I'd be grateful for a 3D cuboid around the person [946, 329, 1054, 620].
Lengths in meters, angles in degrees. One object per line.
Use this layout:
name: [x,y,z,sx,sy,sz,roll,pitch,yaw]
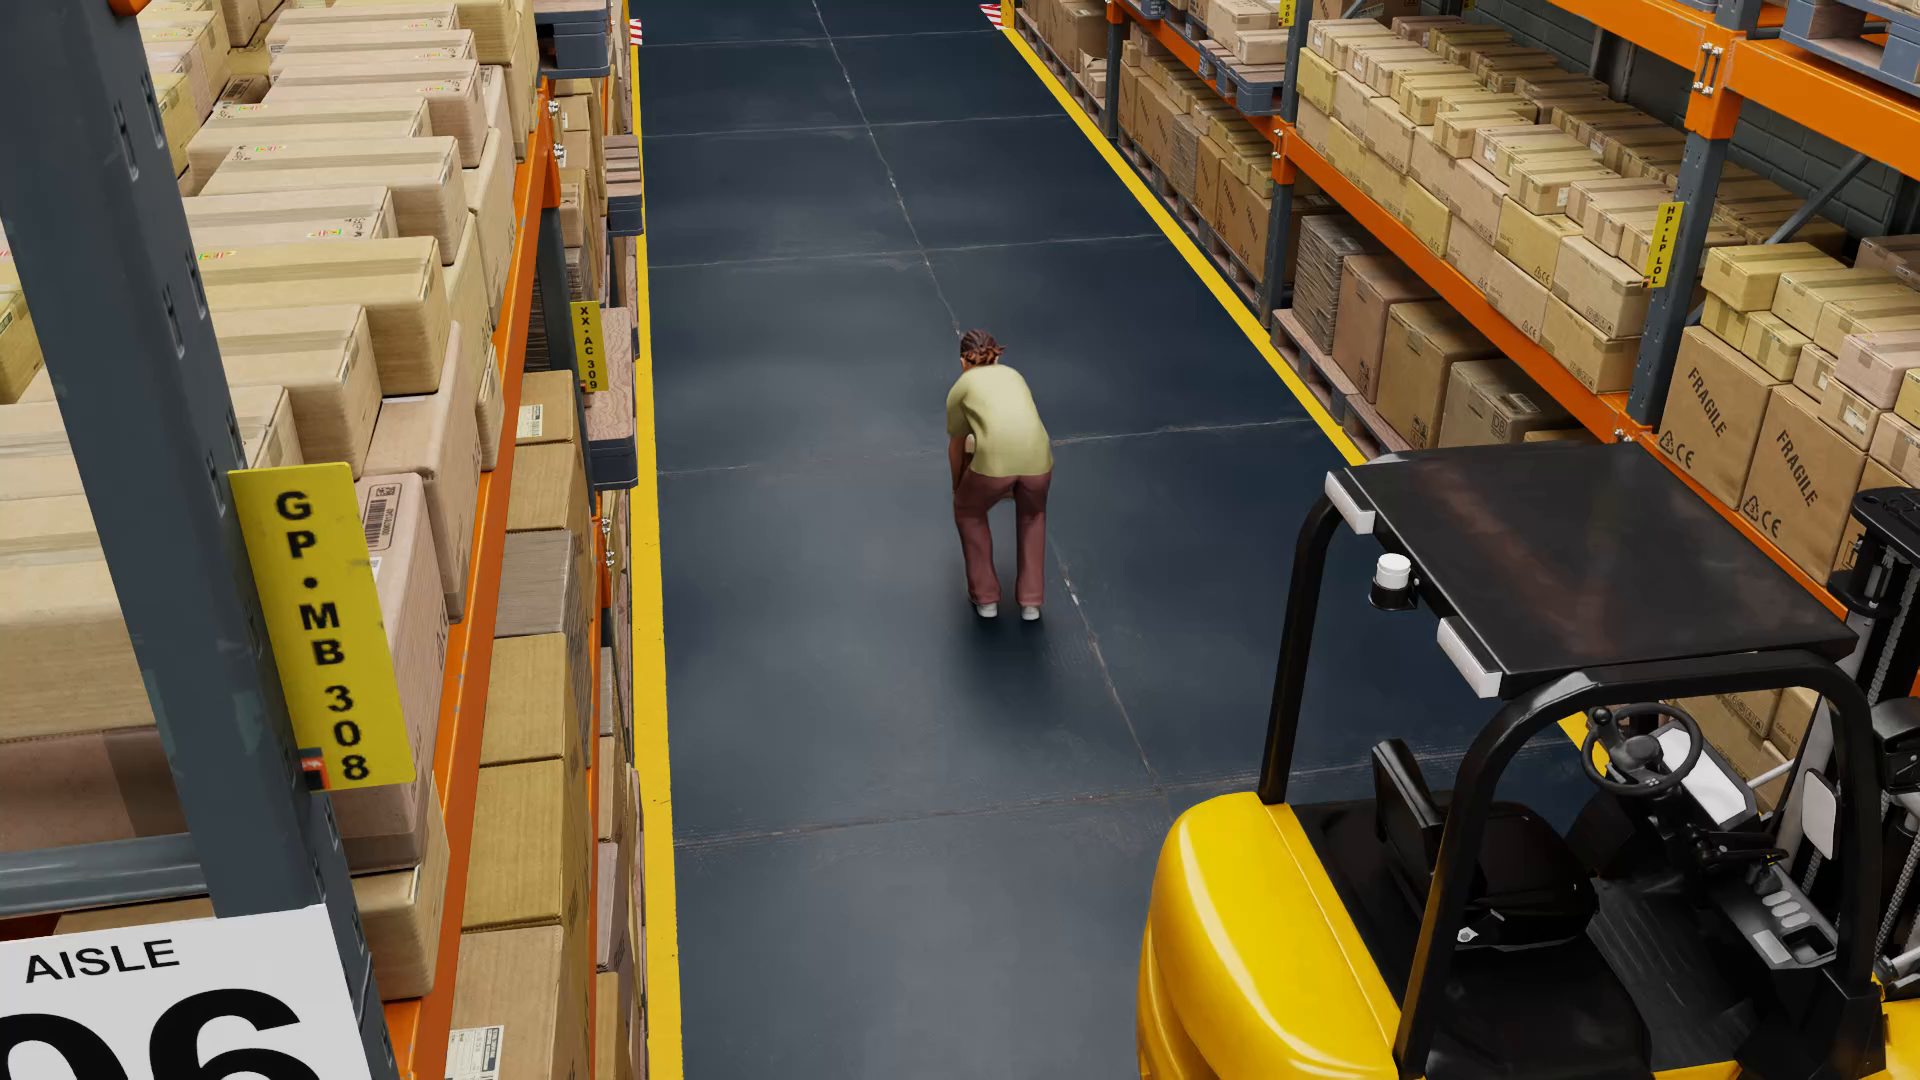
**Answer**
person: [0.166,-0.288,7.601,0.428,1.182,0.846,-6,31,-11]
